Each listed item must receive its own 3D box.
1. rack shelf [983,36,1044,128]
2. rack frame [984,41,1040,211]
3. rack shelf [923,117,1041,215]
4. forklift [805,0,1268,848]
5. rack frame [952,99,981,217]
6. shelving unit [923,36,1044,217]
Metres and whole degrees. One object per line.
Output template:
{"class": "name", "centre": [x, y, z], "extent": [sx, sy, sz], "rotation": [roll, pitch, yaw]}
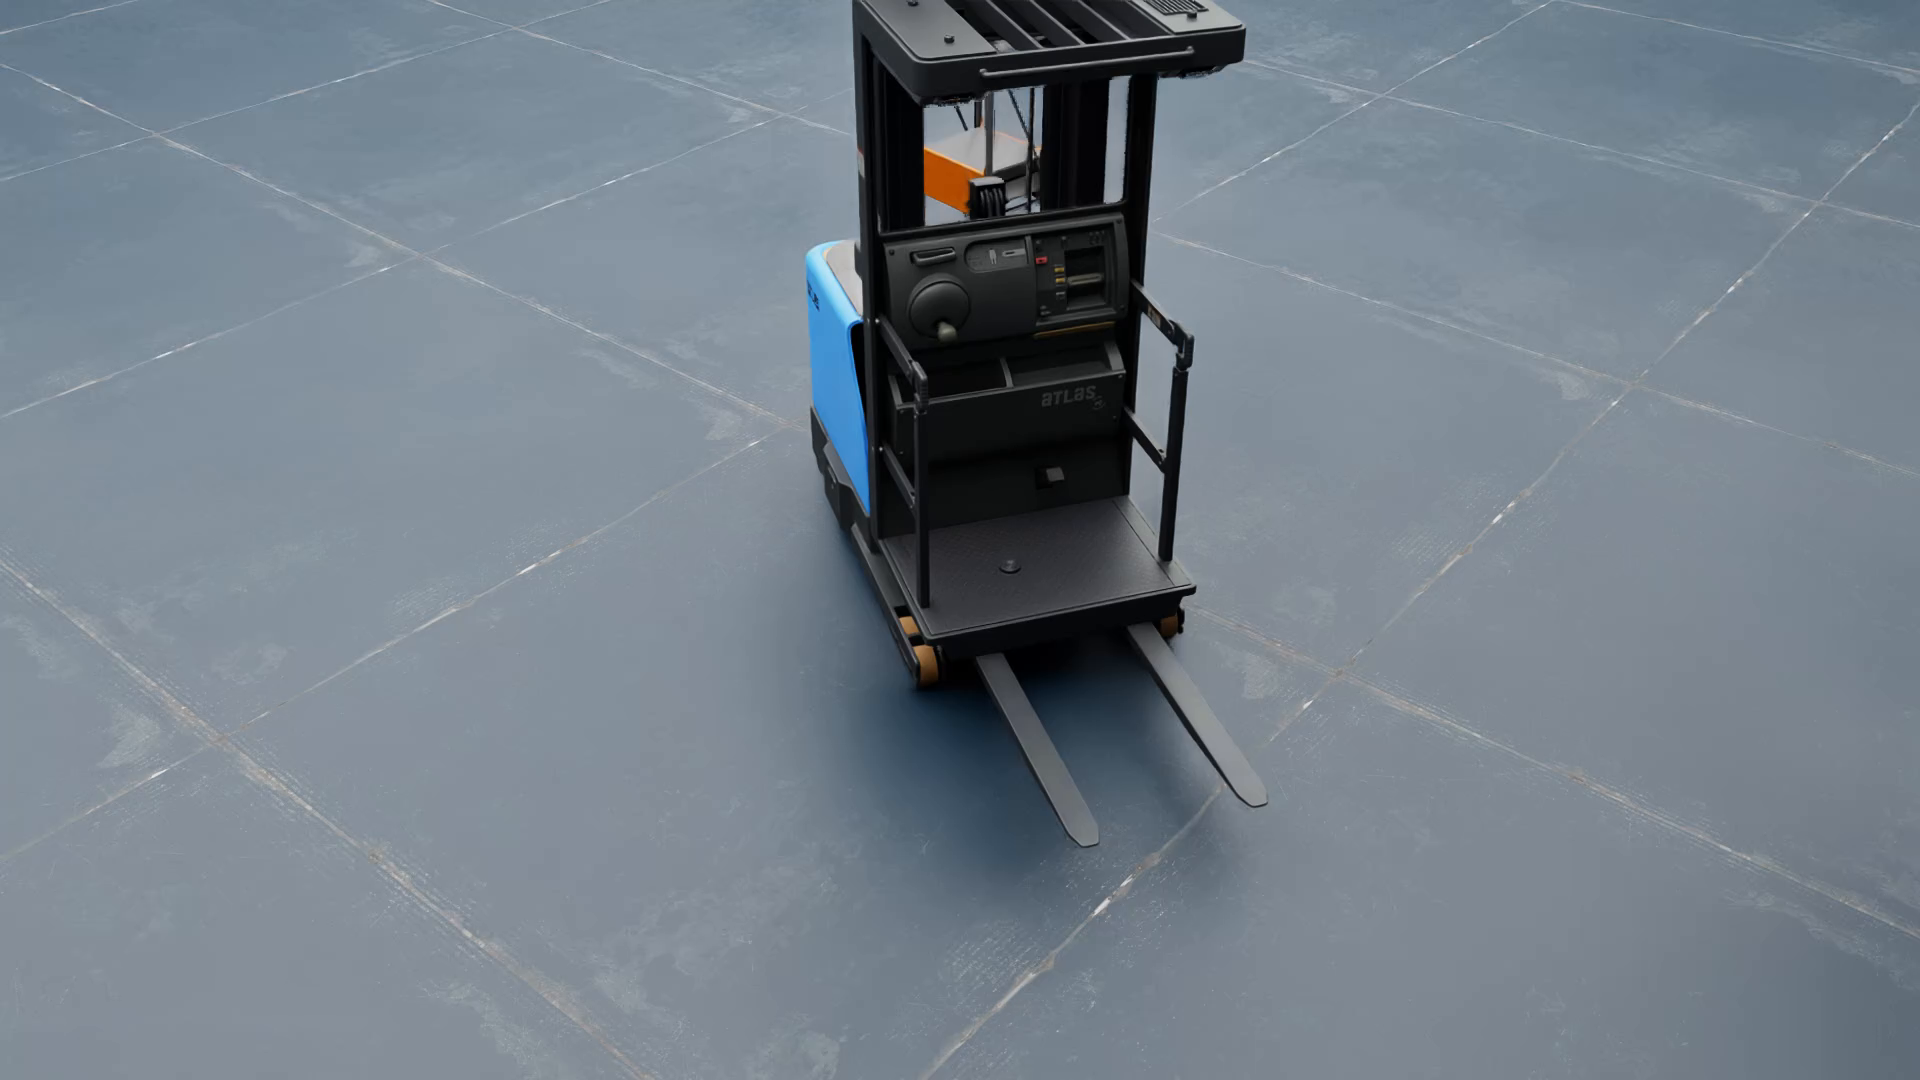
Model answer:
{"class": "rack shelf", "centre": [0.105, -2.191, 7.373], "extent": [0.431, 0.518, 0.480], "rotation": [-26, 42, -33]}
{"class": "rack frame", "centre": [0.264, -1.521, 7.609], "extent": [0.400, 2.100, 0.015], "rotation": [-26, 42, -33]}
{"class": "rack shelf", "centre": [0.105, -1.614, 7.769], "extent": [0.431, 0.518, 0.480], "rotation": [-26, 42, -33]}
{"class": "forklift", "centre": [0.249, -0.899, 5.970], "extent": [1.130, 2.935, 3.031], "rotation": [-10, 36, -15]}
{"class": "rack frame", "centre": [-0.055, -1.730, 7.914], "extent": [0.400, 2.100, 0.015], "rotation": [-26, 42, -33]}
{"class": "shelving unit", "centre": [0.105, -1.625, 7.762], "extent": [0.431, 2.100, 0.503], "rotation": [-26, 42, -33]}
